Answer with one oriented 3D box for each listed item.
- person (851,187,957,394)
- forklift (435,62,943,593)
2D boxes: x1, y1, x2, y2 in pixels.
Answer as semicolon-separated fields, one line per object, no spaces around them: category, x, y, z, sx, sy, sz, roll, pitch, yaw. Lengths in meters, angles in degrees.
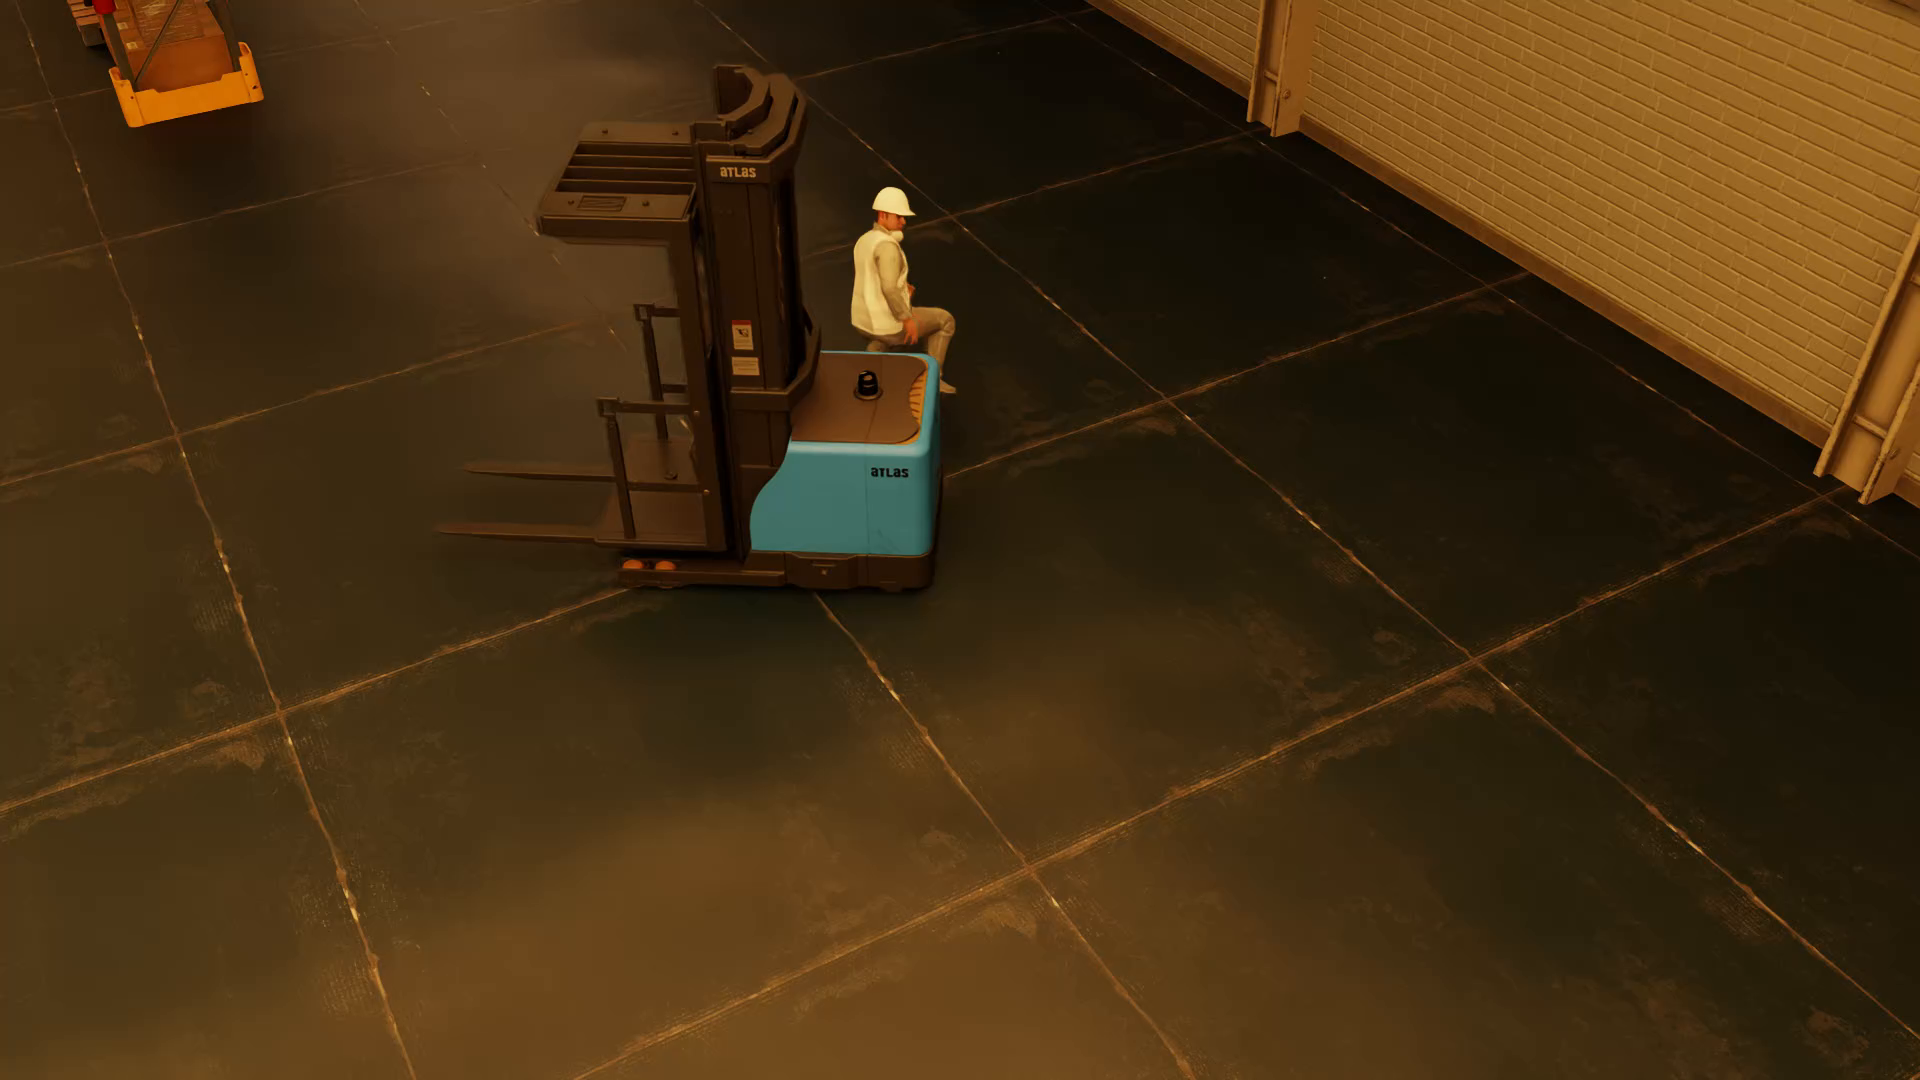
person;-0.406;-1.582;11.081;0.678;1.541;0.781;-27;47;-29
forklift;-1.646;-1.172;9.449;3.031;2.935;1.130;2;40;2
